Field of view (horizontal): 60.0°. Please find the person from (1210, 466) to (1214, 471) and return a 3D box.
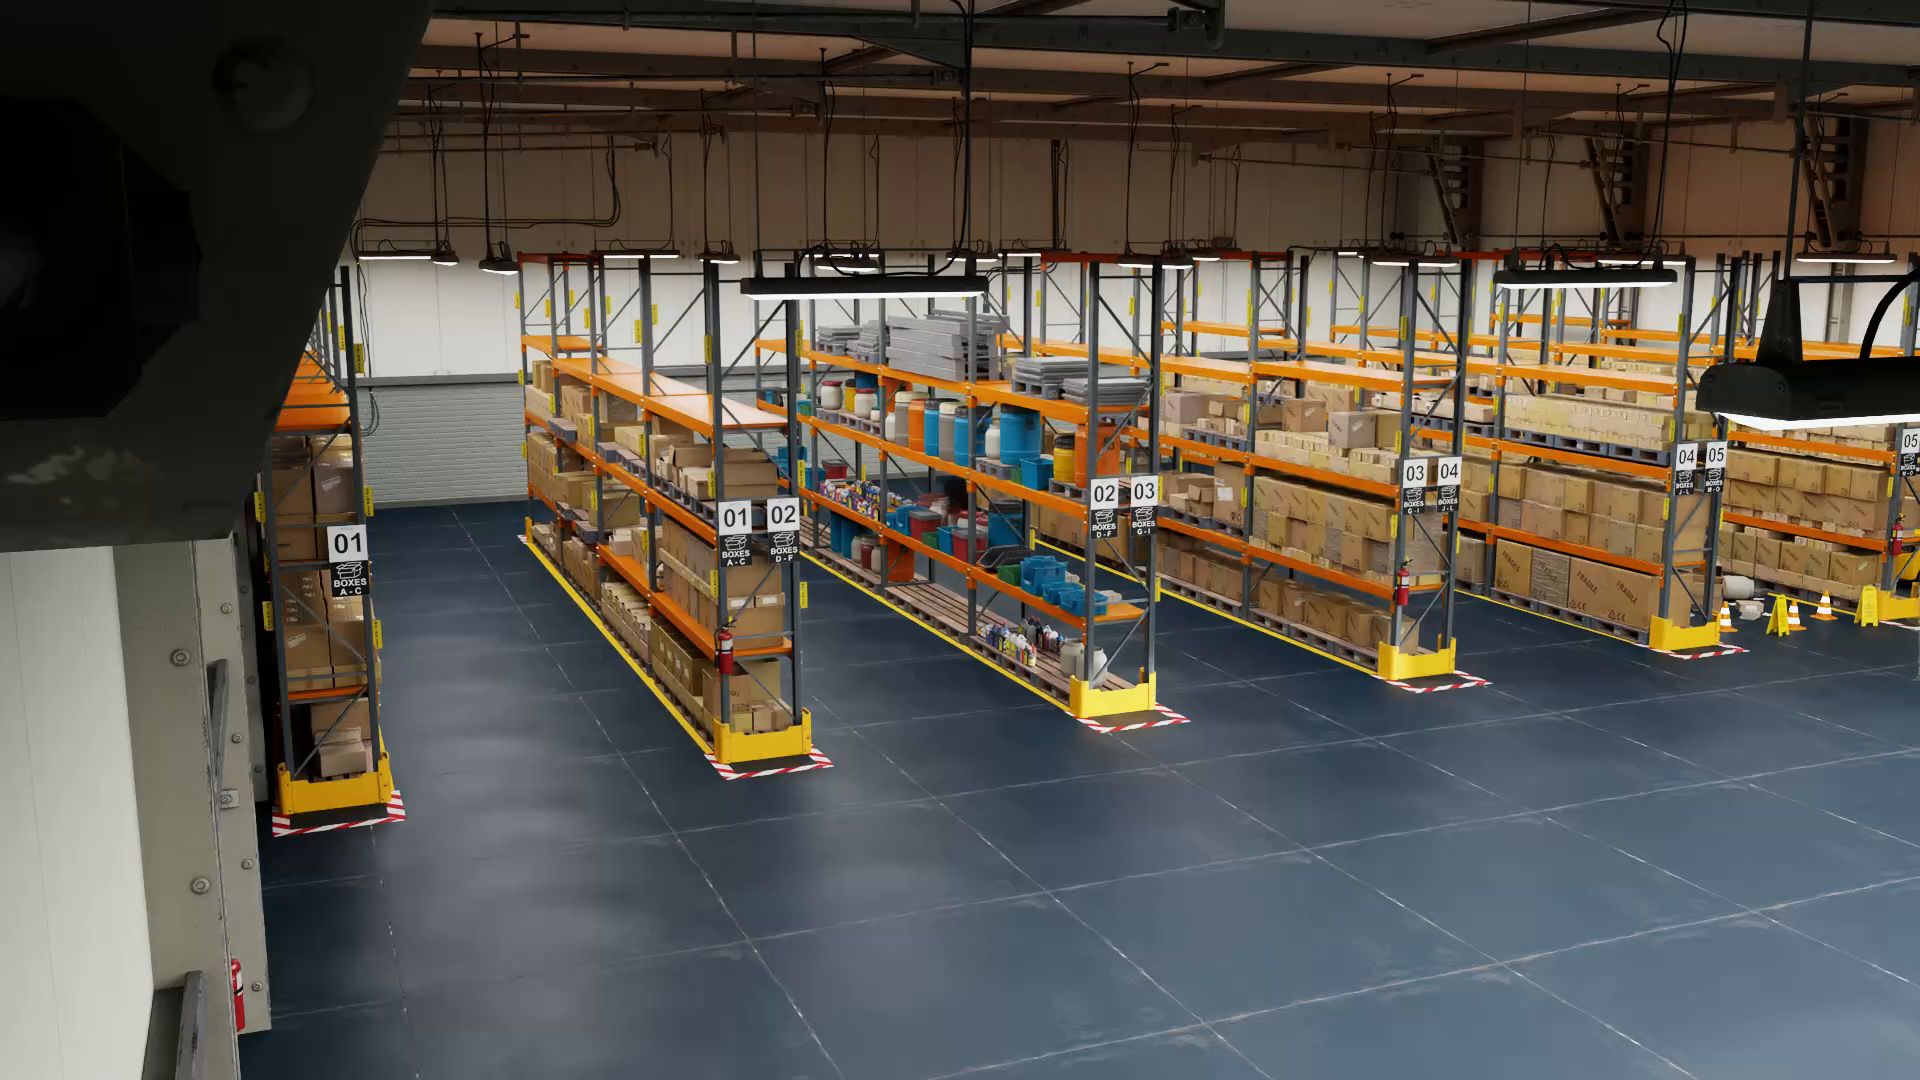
[{"bbox_3d":[6.672,-2.183,42.512,0.663,1.590,0.585,-9,13,-39],"label":"person"}]
